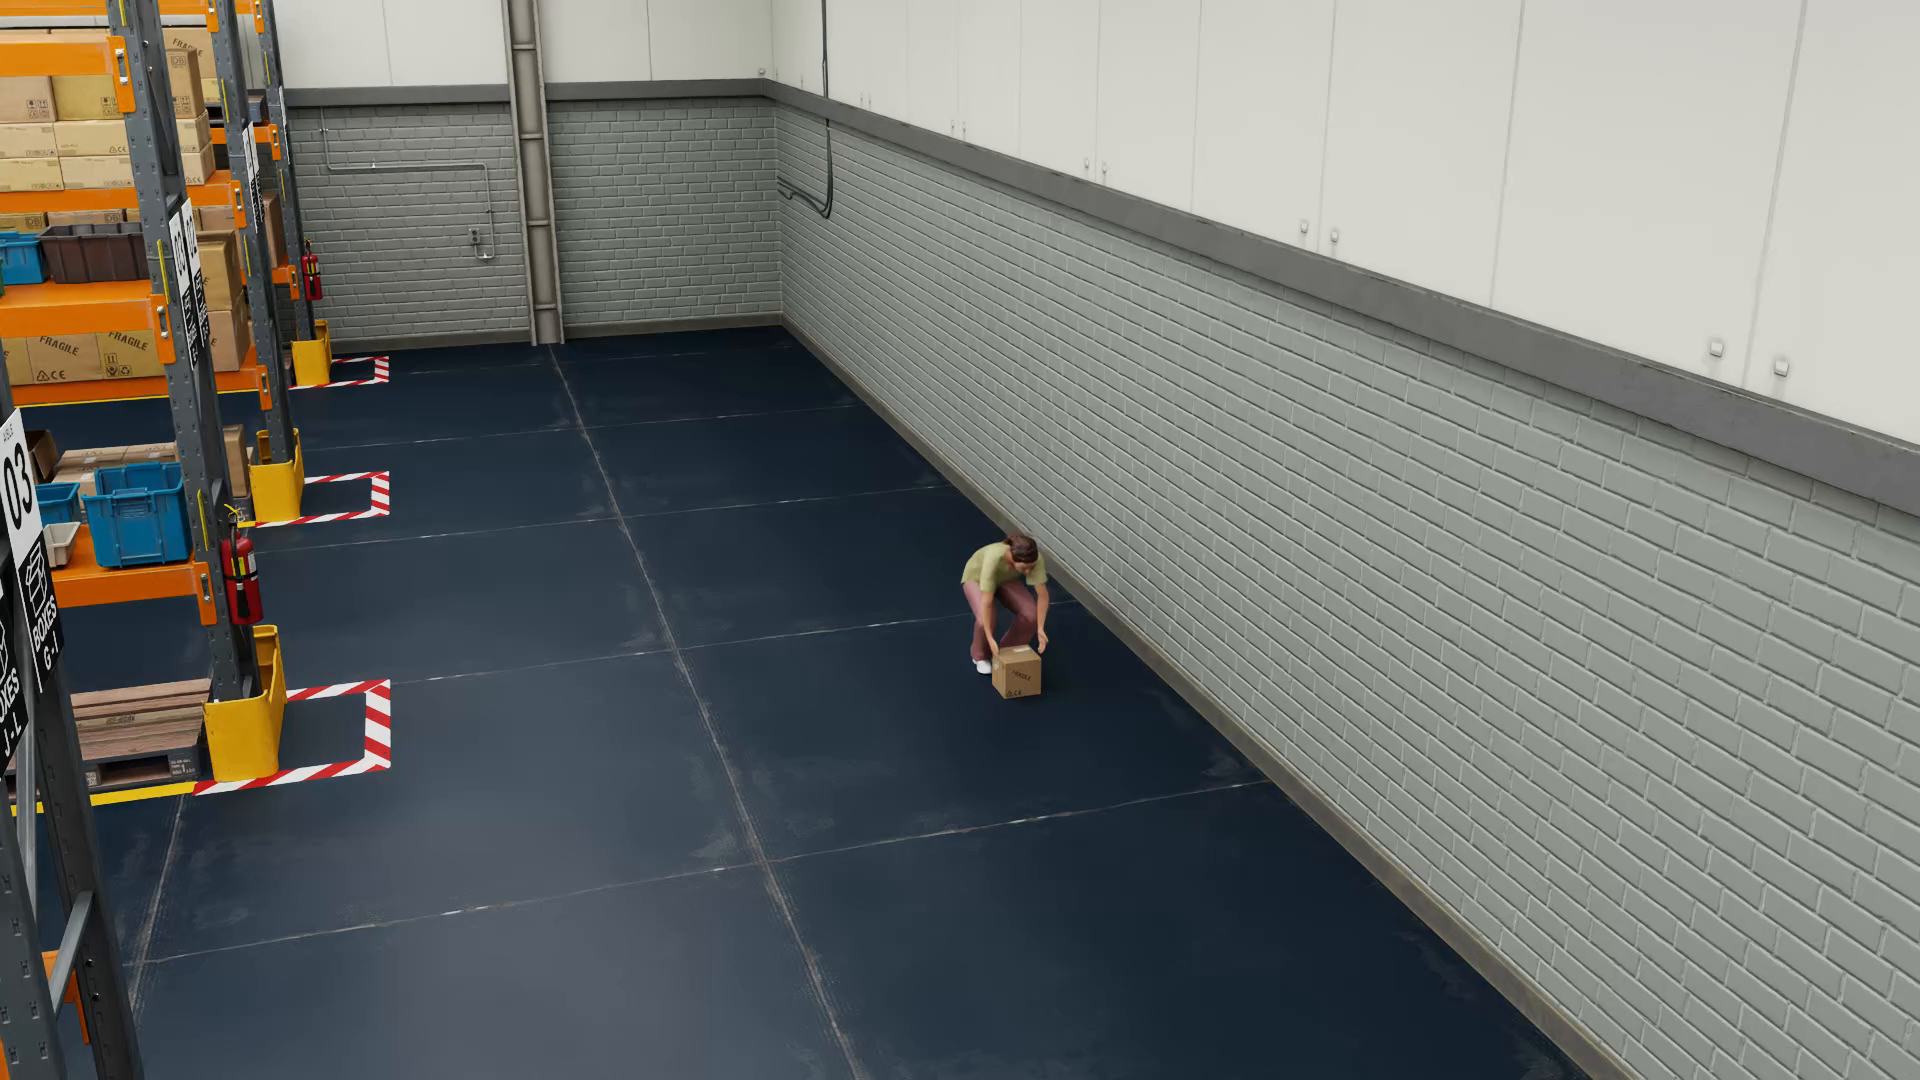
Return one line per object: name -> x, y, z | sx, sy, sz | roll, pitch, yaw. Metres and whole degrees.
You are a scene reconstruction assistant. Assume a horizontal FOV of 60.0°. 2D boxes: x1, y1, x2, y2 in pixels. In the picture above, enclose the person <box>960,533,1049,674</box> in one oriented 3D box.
person -> 0.306, 0.378, 10.981 | 0.491, 1.023, 0.776 | -6, 20, -17
